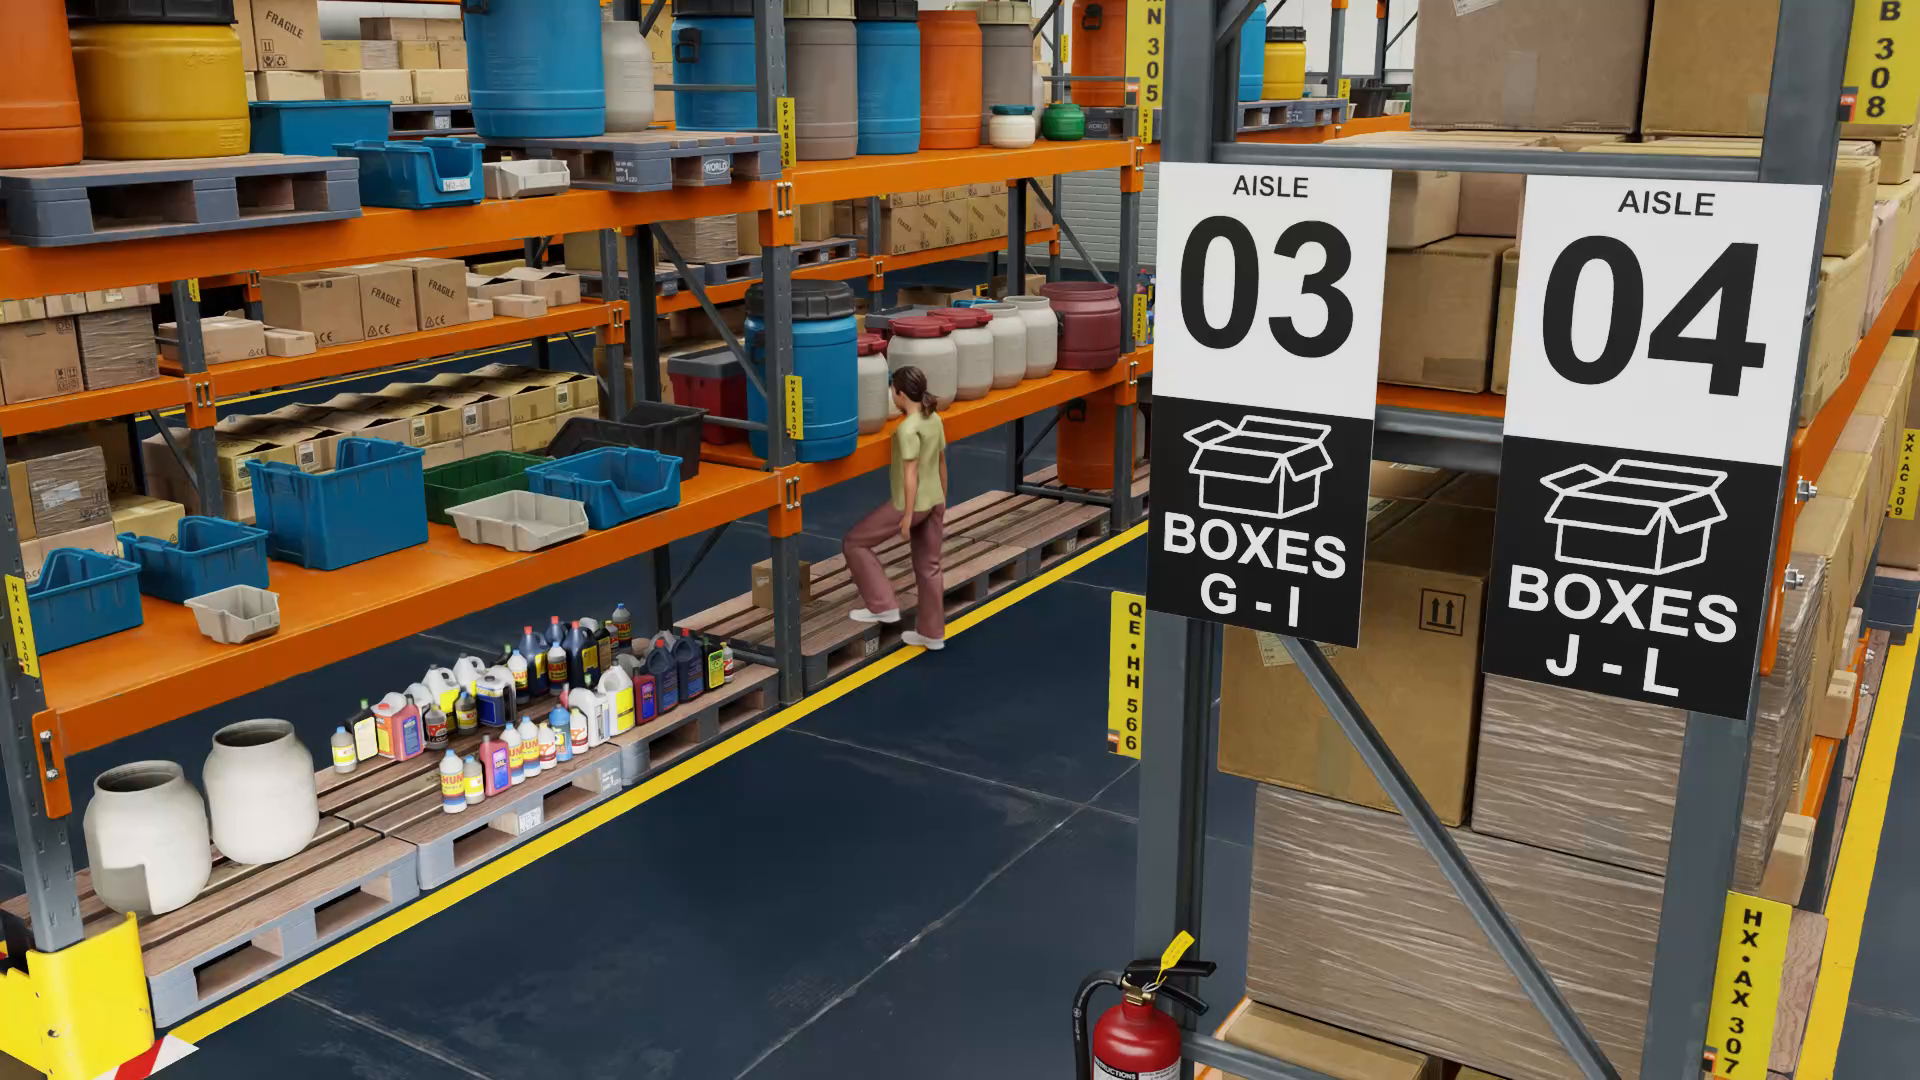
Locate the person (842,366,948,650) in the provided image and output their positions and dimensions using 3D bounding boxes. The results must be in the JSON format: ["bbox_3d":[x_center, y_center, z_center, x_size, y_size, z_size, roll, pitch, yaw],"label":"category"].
[{"bbox_3d":[-0.345,-0.184,9.627,0.536,1.678,0.508,9,18,28],"label":"person"}]
